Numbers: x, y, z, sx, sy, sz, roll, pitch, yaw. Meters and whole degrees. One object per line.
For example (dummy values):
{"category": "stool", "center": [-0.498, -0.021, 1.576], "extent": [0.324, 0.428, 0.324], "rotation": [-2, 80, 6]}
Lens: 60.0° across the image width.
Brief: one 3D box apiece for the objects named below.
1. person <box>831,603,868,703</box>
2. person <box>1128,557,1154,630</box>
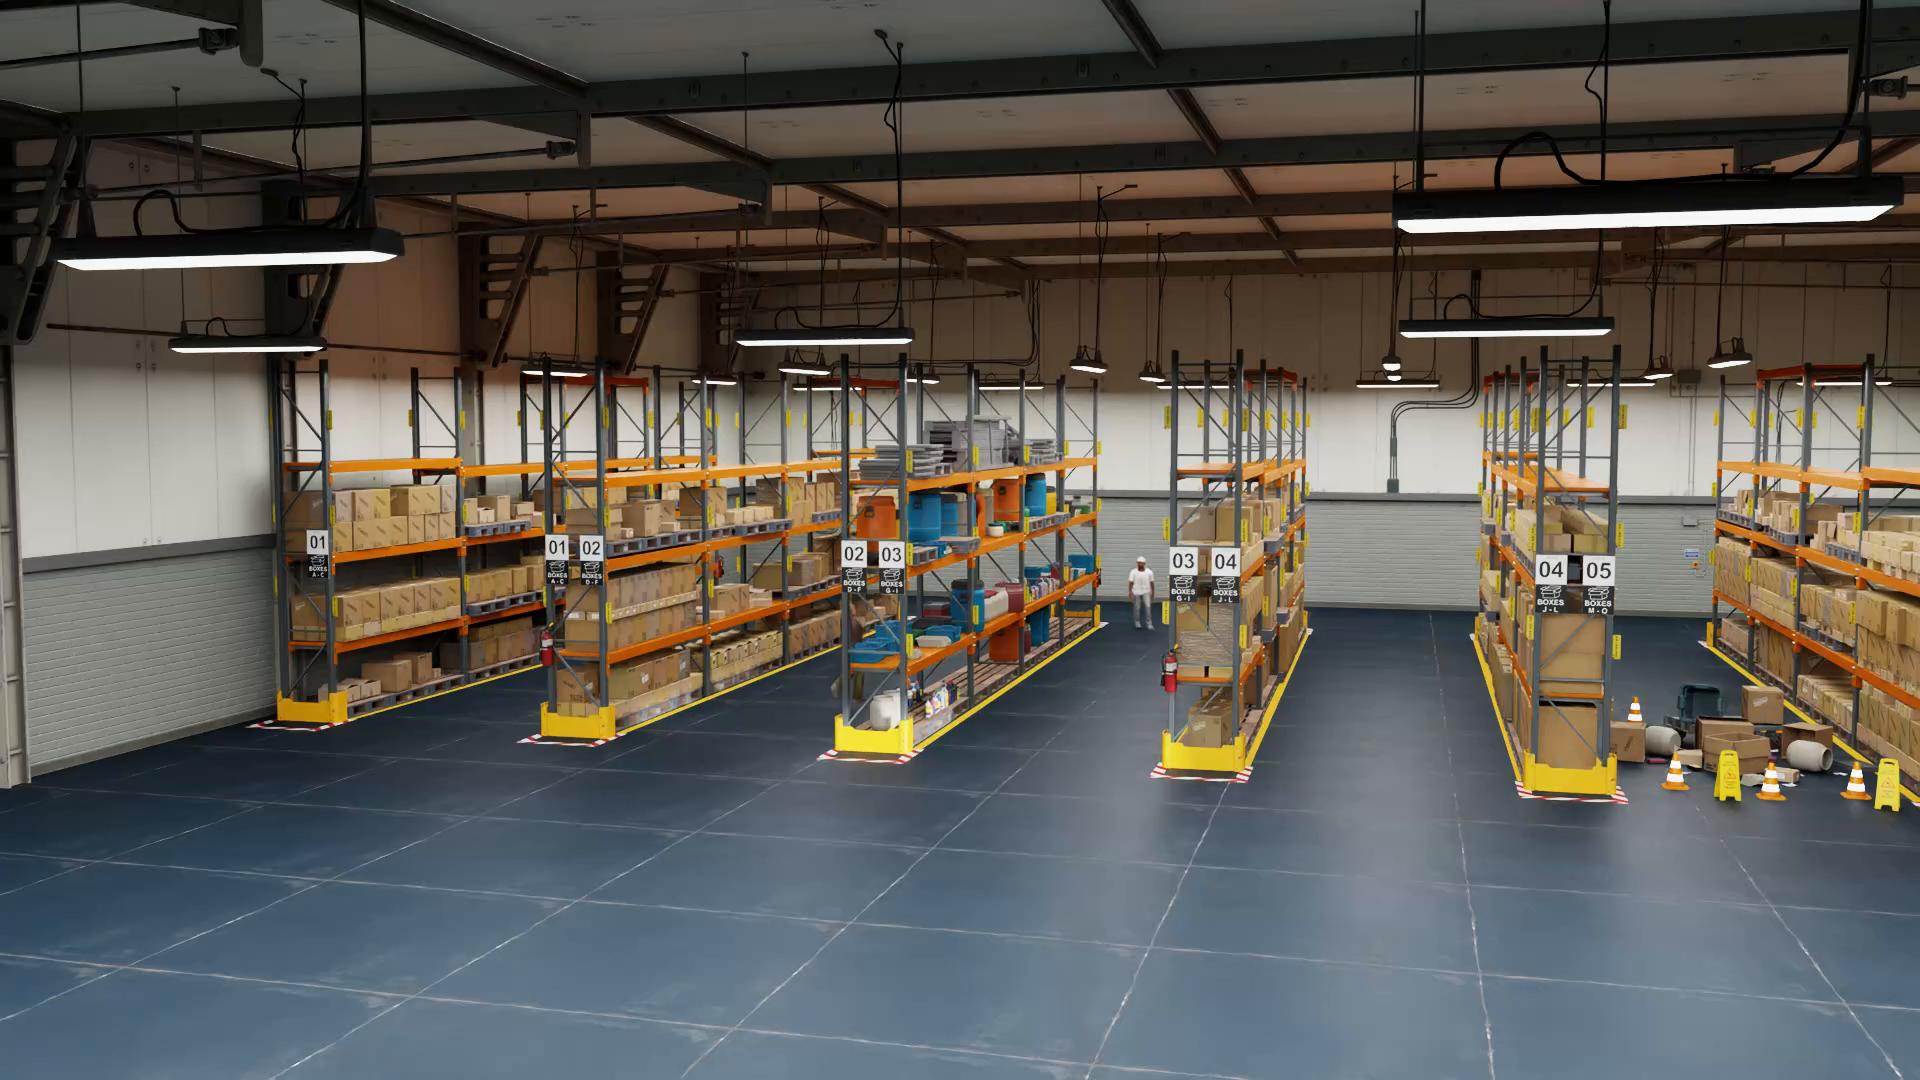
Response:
{"category": "person", "center": [-1.908, 1.978, 29.022], "extent": [0.777, 1.756, 0.585], "rotation": [-4, 5, -41]}
{"category": "person", "center": [4.339, 1.263, 39.649], "extent": [0.649, 1.716, 0.971], "rotation": [0, 4, -3]}
